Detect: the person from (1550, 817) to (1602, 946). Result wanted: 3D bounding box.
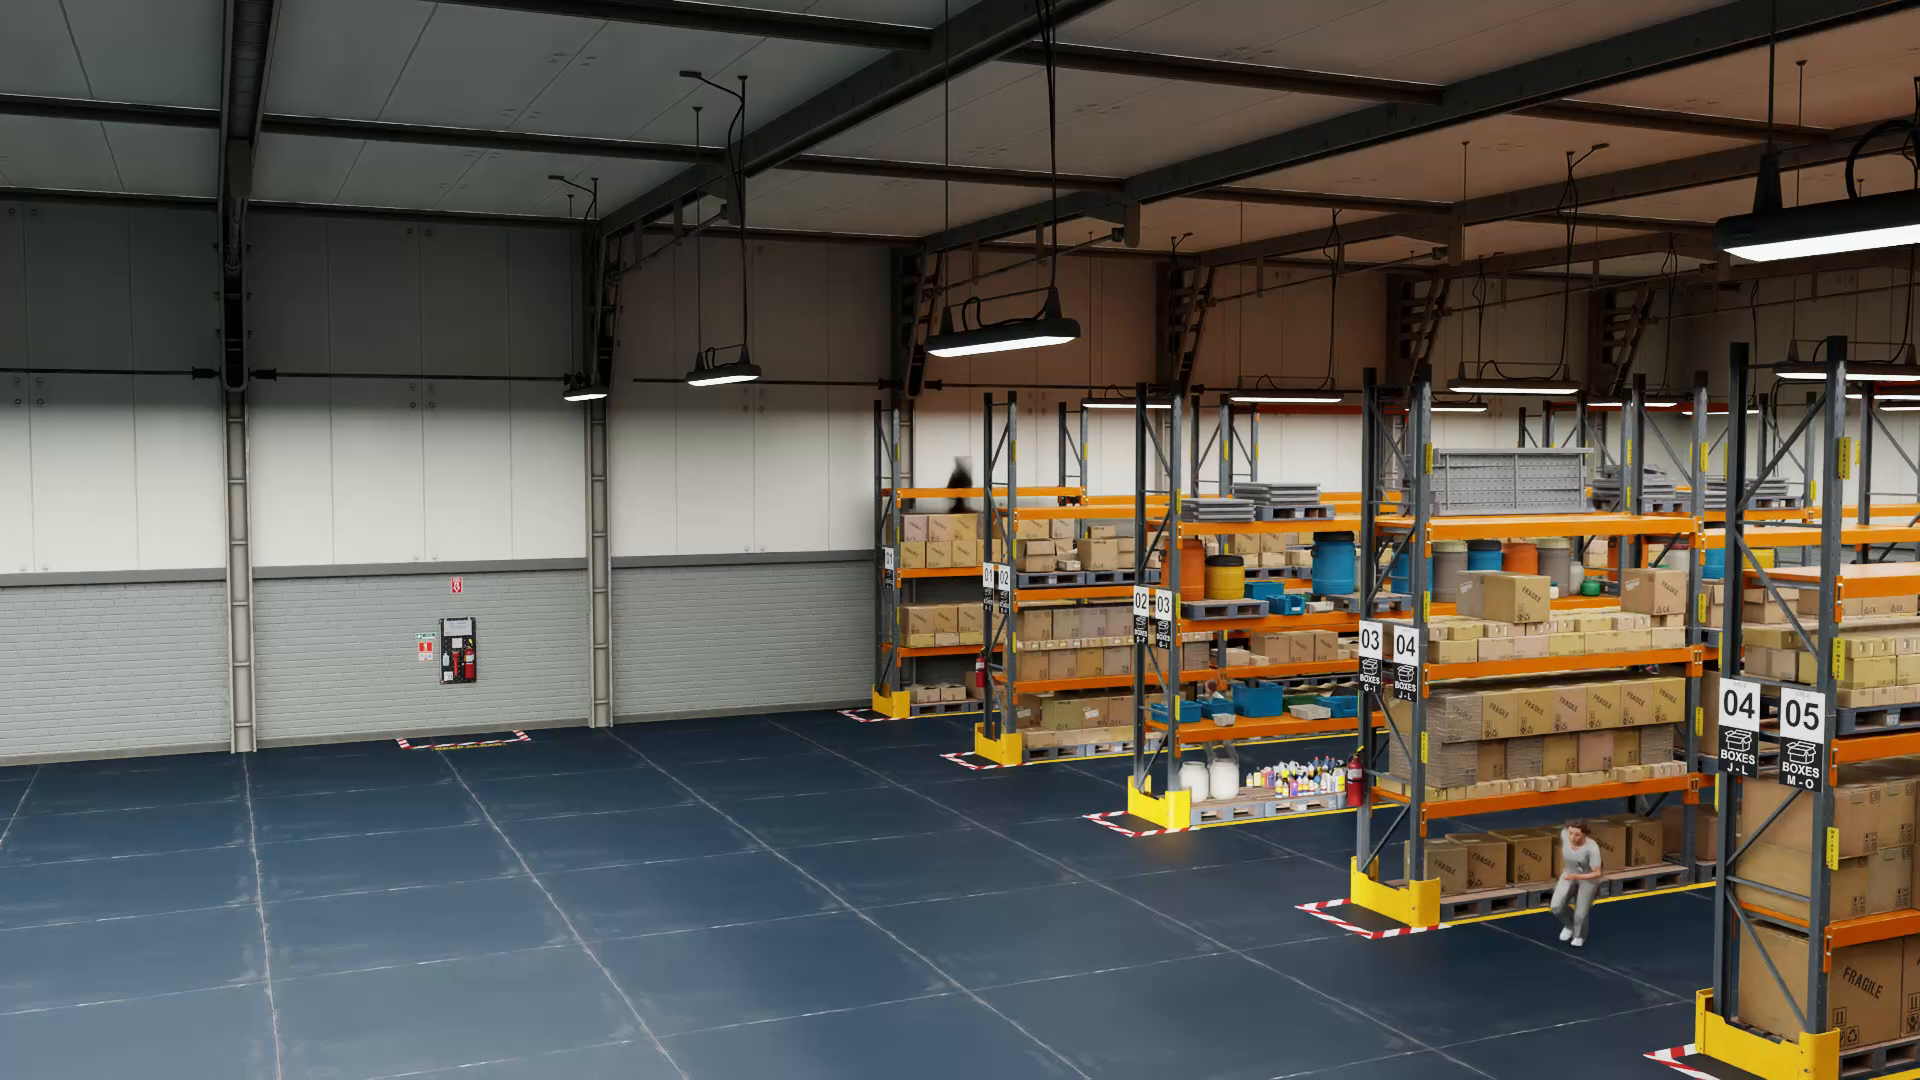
[{"bbox_3d":[6.246,3.455,16.771,0.543,1.440,0.937,3,4,40],"label":"person"}]

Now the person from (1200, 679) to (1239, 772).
[{"bbox_3d":[4.064,2.901,26.067,0.931,1.502,0.540,-2,4,-35],"label":"person"}]

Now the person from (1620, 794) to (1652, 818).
[{"bbox_3d":[8.896,3.009,22.017,0.852,1.837,0.648,-1,4,-21],"label":"person"}]
